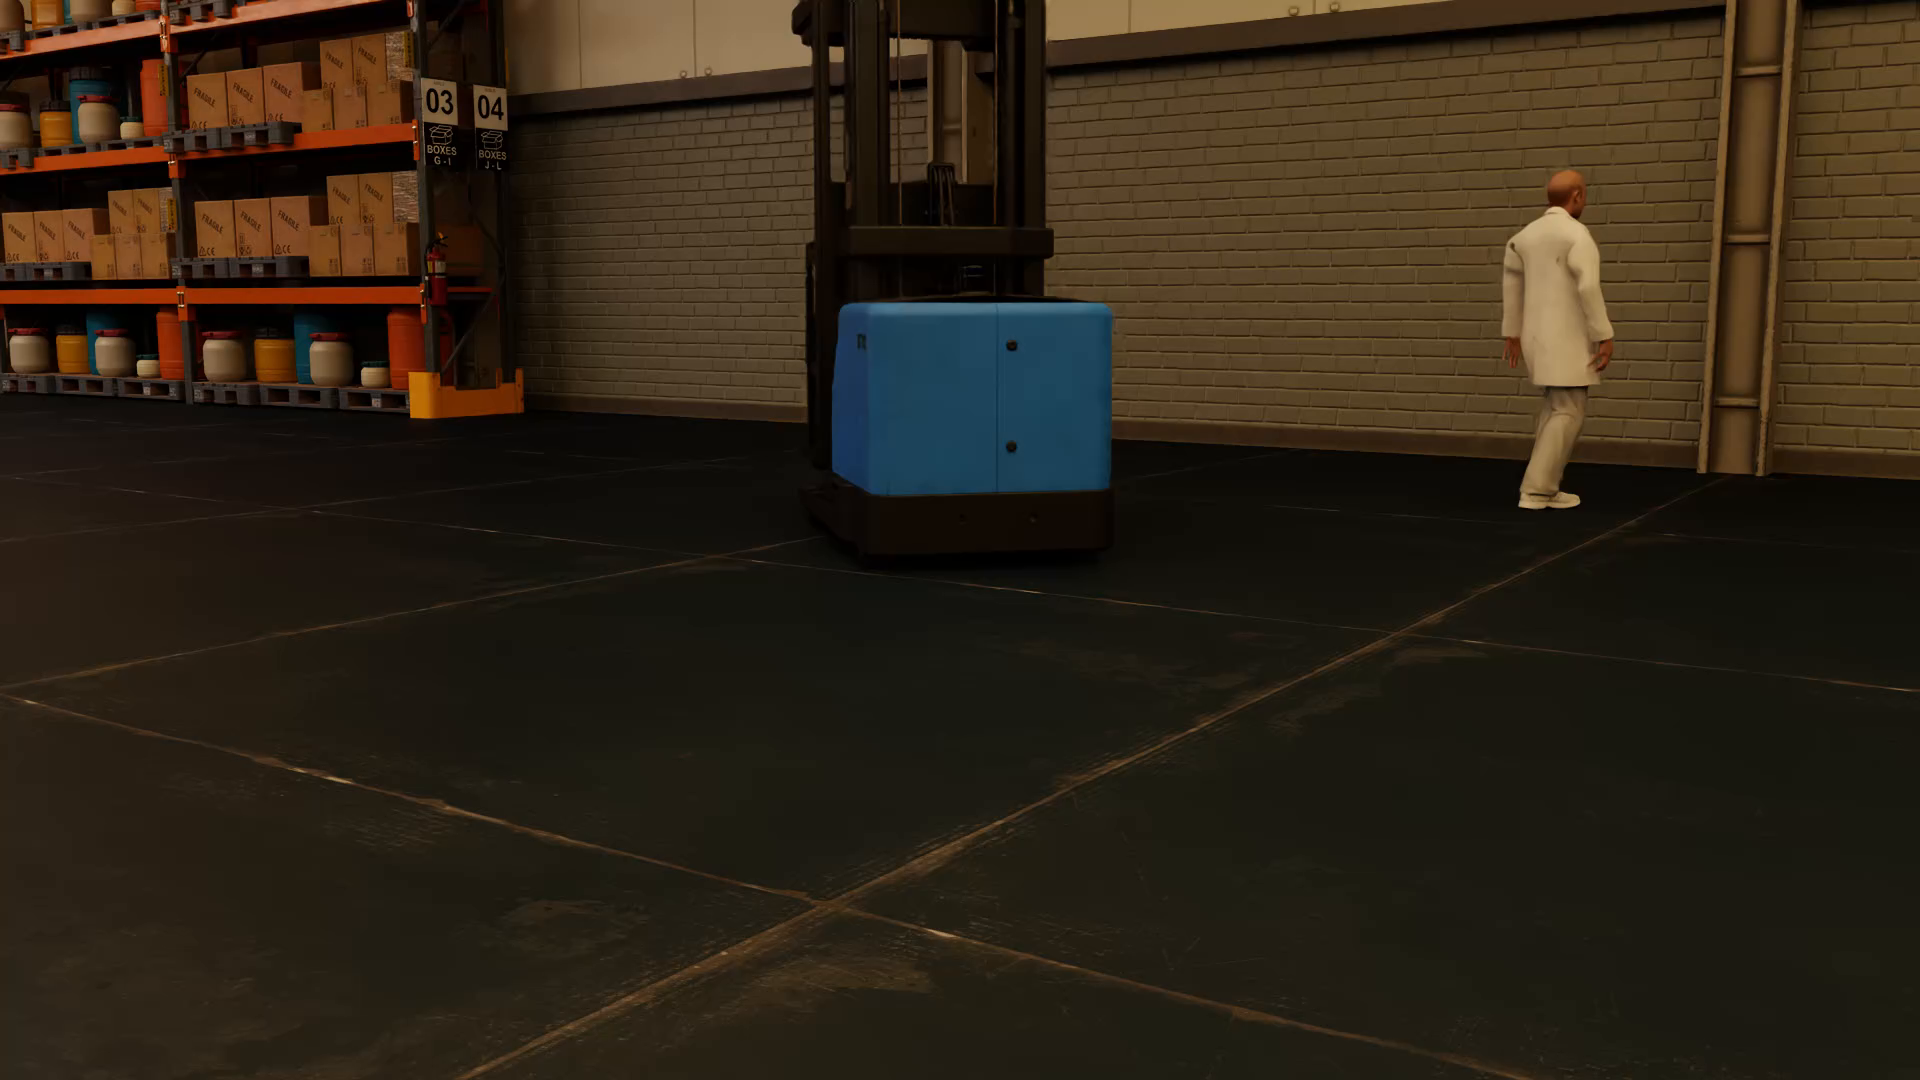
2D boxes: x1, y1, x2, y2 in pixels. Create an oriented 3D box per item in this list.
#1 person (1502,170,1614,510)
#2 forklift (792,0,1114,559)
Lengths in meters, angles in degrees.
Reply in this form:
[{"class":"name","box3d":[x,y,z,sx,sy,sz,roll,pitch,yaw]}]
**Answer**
[{"class":"person","box3d":[3.164,-1.017,8.771,0.563,1.828,0.699,-3,9,-20]},{"class":"forklift","box3d":[-0.198,-1.539,8.015,1.130,2.935,3.031,-2,8,-13]}]
